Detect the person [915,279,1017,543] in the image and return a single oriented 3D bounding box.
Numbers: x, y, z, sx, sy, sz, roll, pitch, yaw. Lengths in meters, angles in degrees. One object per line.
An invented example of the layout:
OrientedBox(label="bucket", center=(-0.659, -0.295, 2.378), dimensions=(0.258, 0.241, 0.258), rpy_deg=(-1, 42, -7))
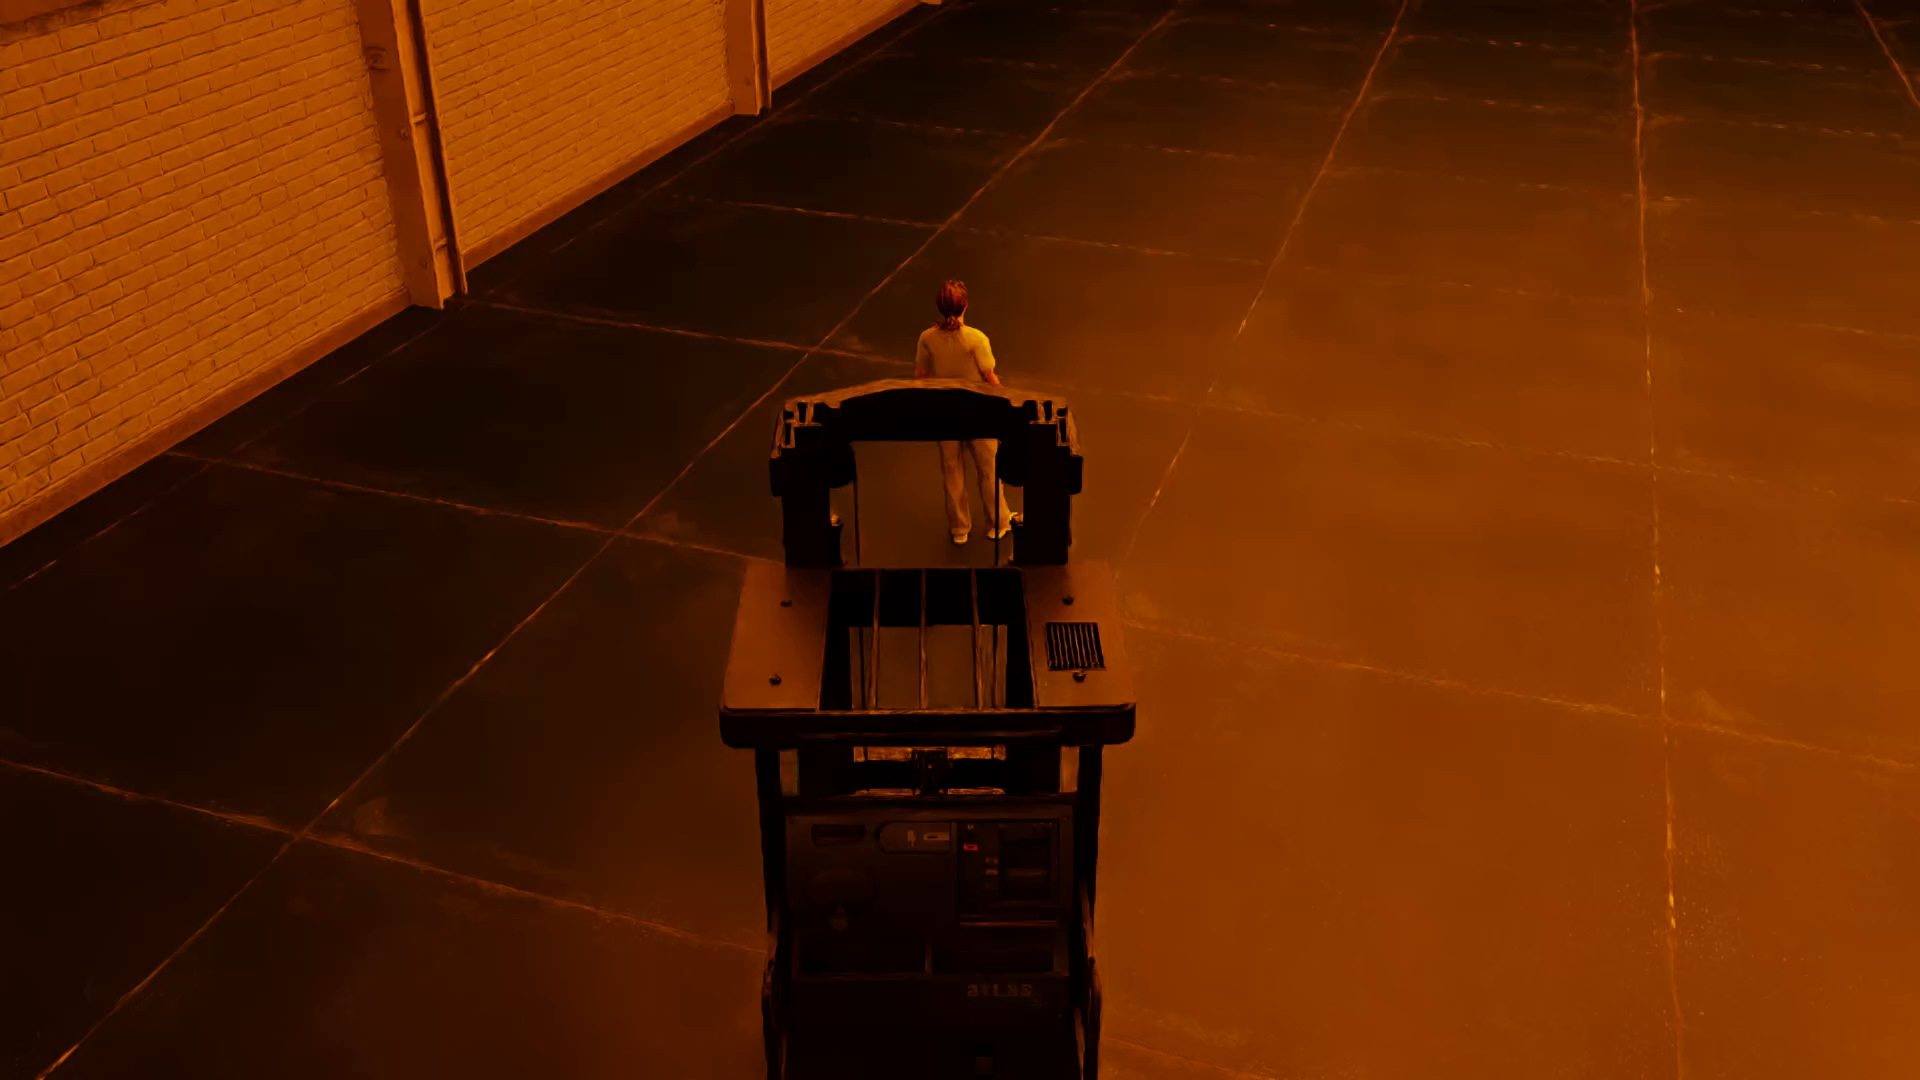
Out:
OrientedBox(label="person", center=(0.037, -0.766, 9.735), dimensions=(0.550, 1.674, 0.548), rpy_deg=(10, 31, 16))

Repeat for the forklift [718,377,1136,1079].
OrientedBox(label="forklift", center=(-0.092, 1.108, 5.192), dimensions=(1.130, 2.935, 3.031), rpy_deg=(-1, 30, -1))
